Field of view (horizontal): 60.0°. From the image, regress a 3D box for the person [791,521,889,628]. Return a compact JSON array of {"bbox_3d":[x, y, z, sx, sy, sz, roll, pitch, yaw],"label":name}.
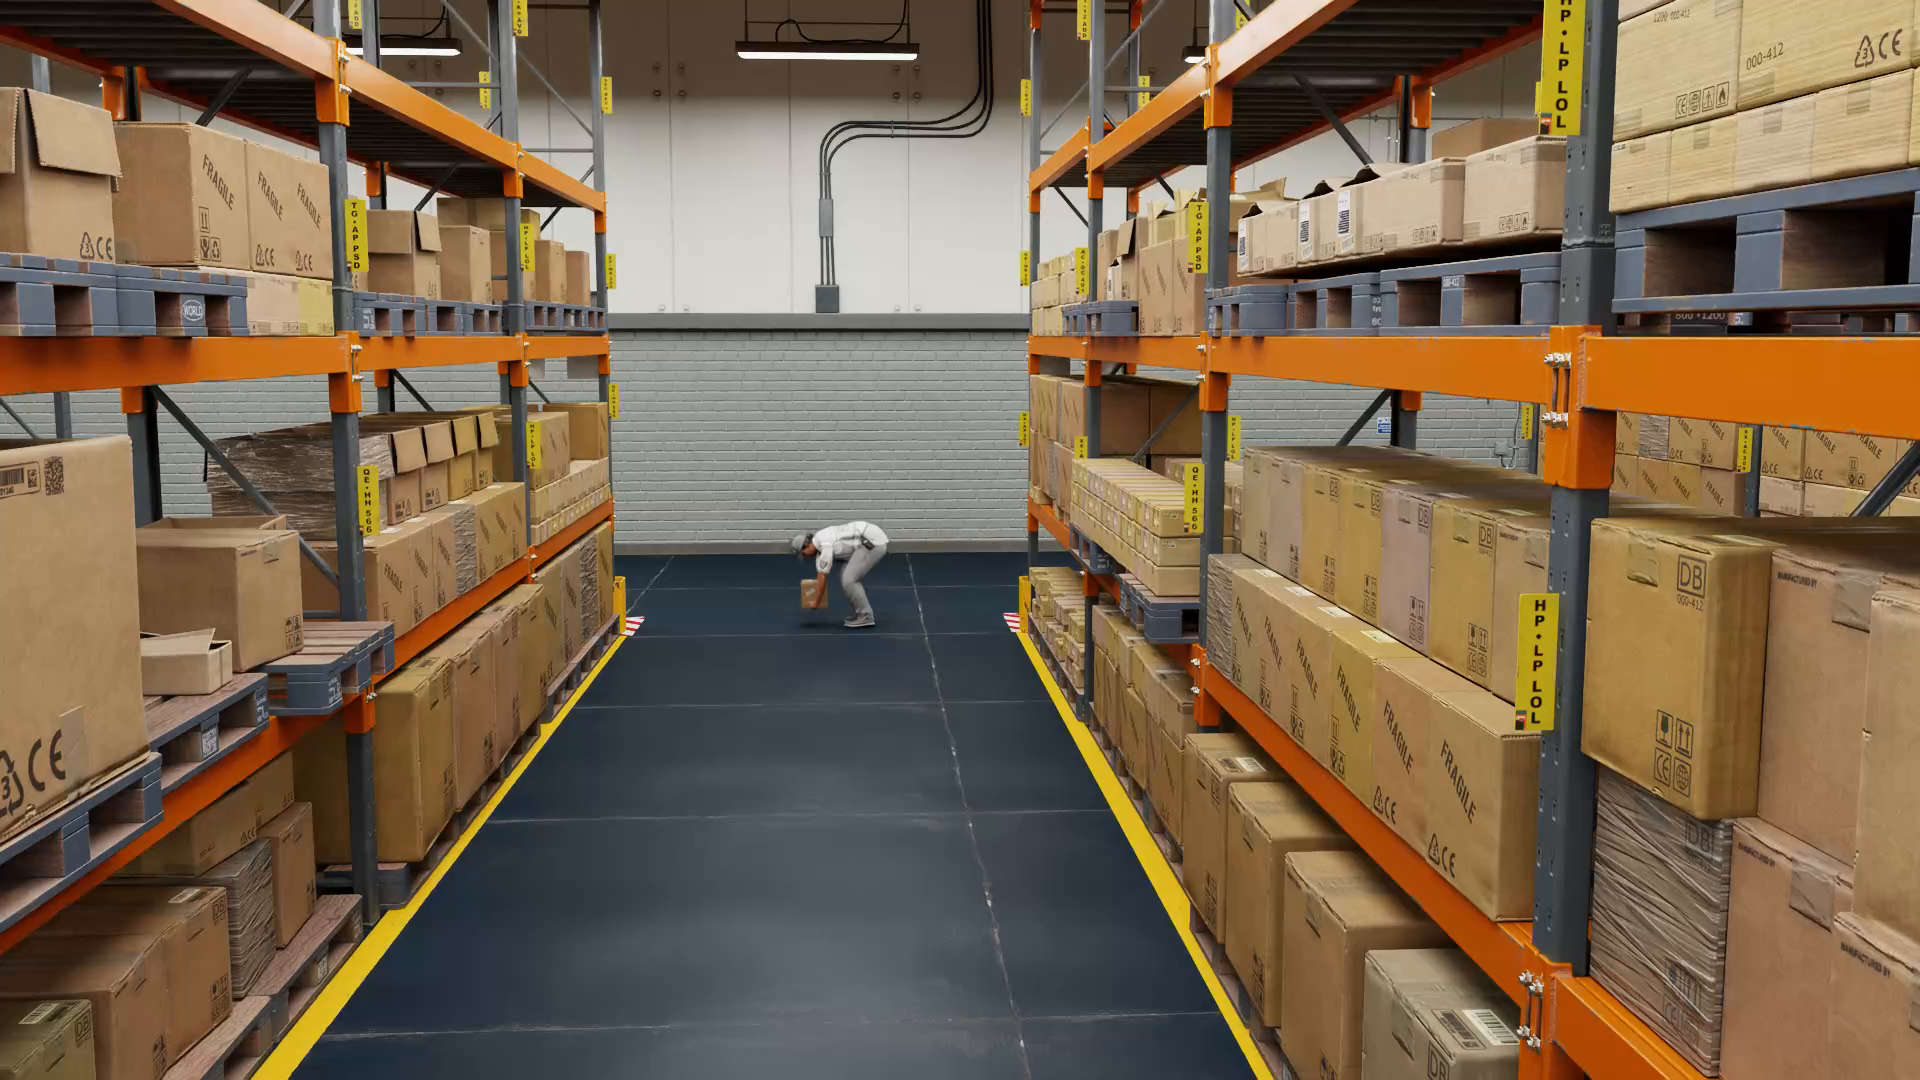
[{"bbox_3d":[-1.168,0.330,16.238,0.950,1.014,0.497,-1,7,-6],"label":"person"}]
